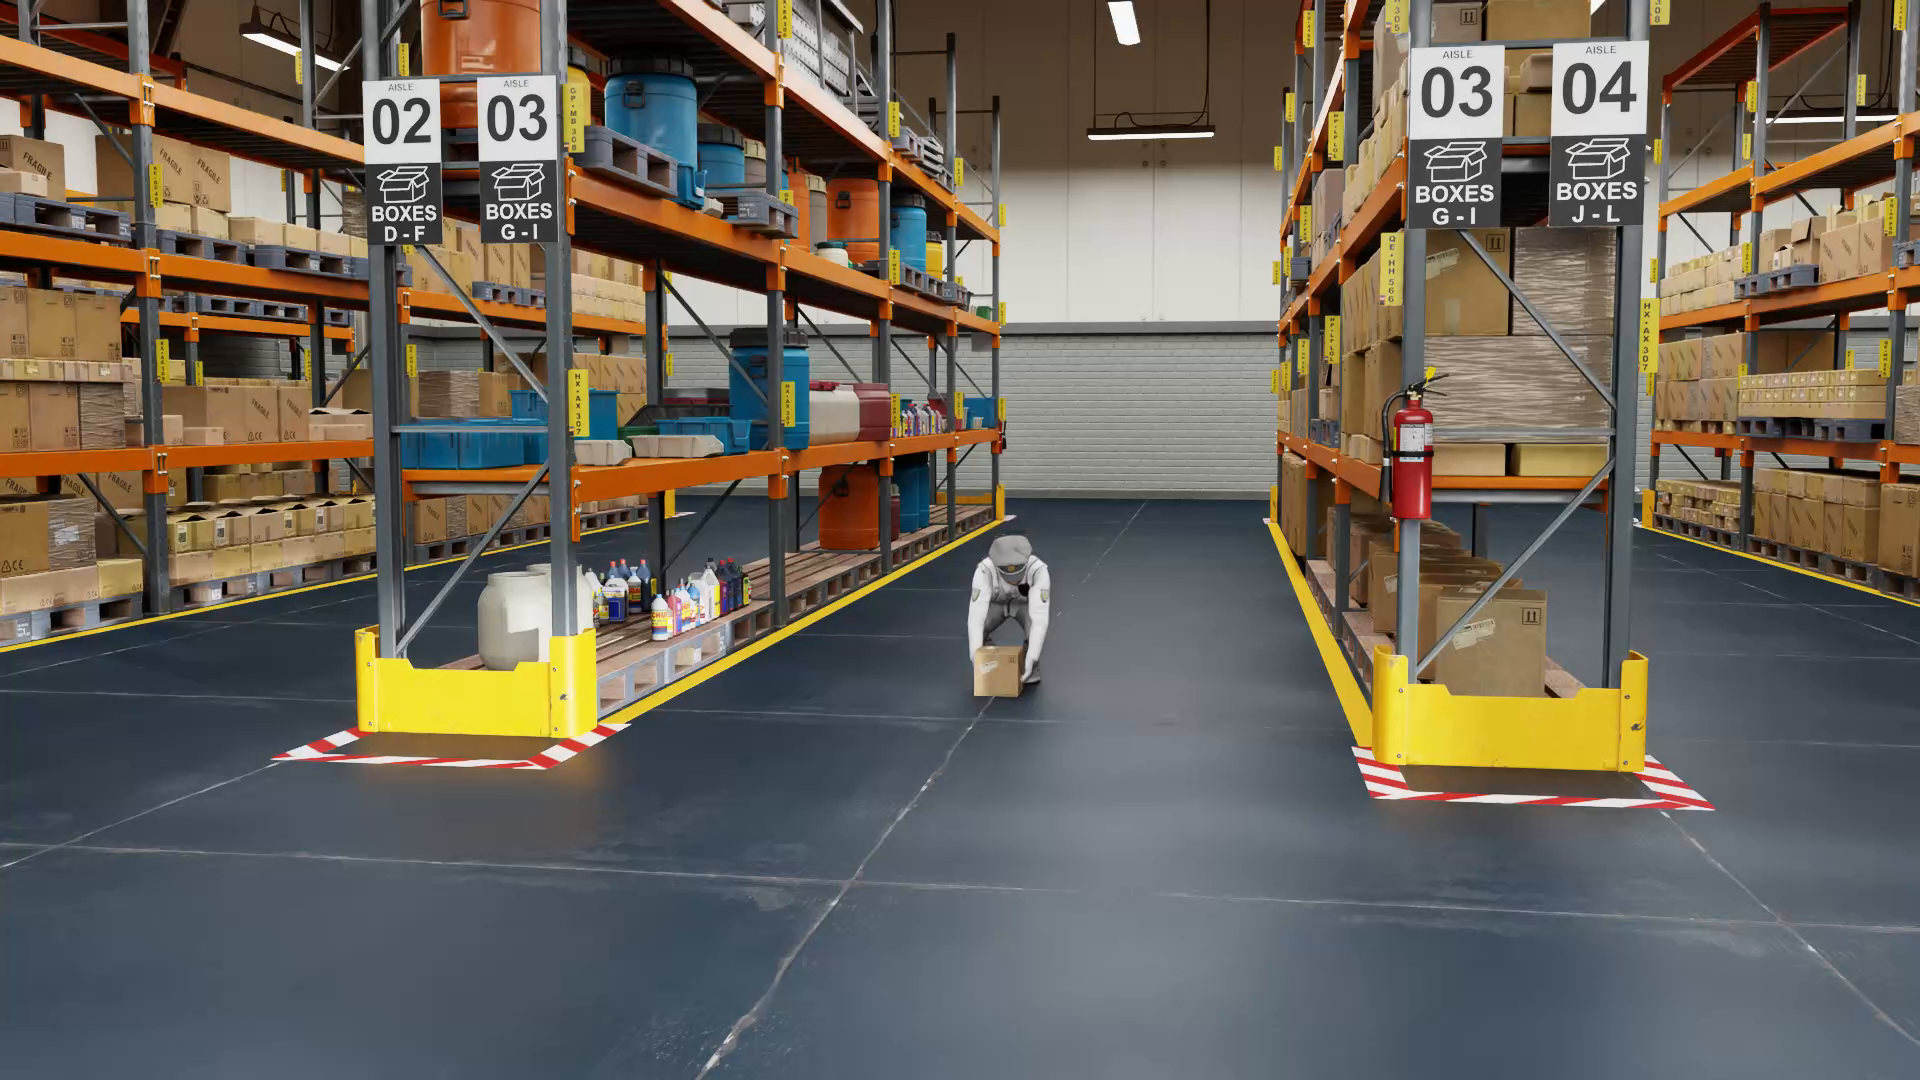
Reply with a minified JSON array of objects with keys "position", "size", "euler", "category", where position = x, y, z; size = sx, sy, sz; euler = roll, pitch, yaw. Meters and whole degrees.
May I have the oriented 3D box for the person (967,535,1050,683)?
[{"position":[0.293,0.402,9.730],"size":[0.486,0.899,0.856],"euler":[1,5,9],"category":"person"}]
